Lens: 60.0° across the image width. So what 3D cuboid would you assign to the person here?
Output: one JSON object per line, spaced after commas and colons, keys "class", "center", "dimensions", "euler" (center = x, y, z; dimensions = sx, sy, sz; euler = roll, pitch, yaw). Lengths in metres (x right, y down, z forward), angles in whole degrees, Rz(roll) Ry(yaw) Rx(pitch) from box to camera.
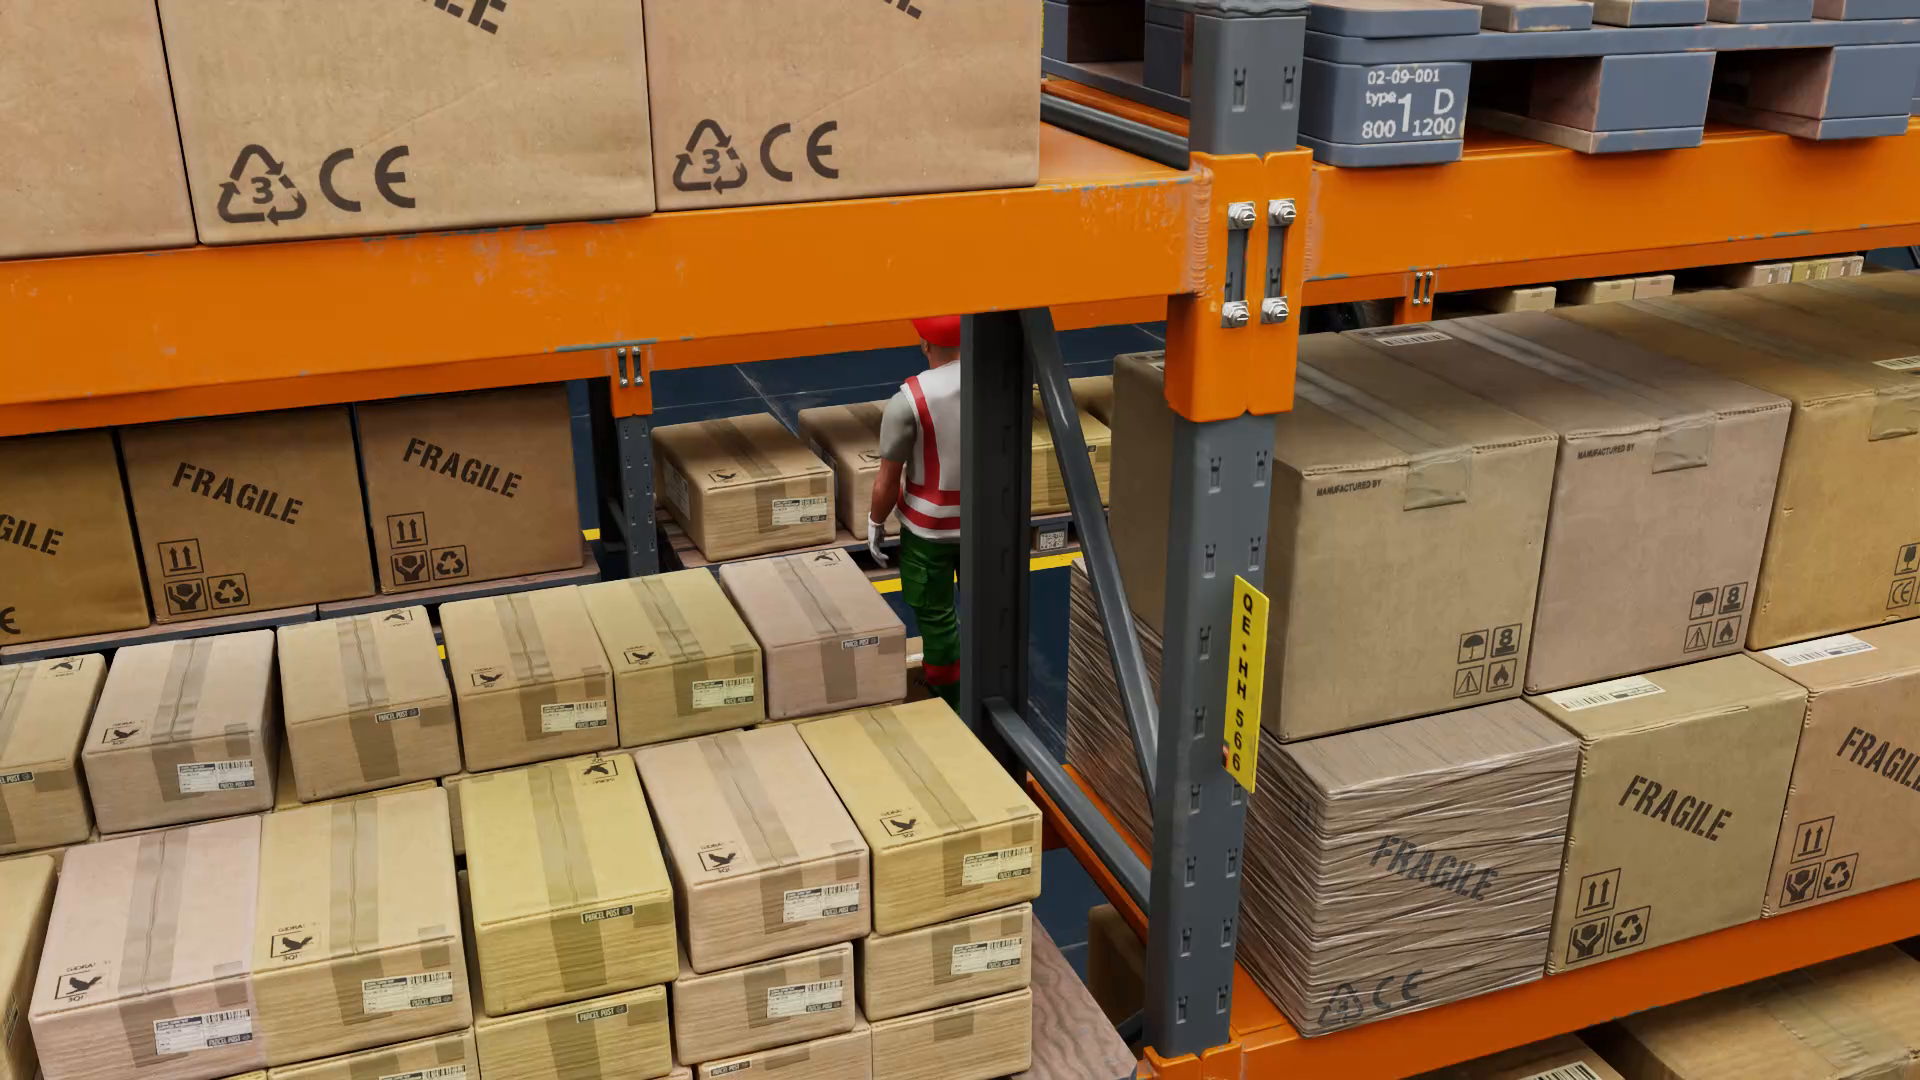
{"class": "person", "center": [-0.057, -0.097, 6.271], "dimensions": [0.637, 1.790, 0.562], "euler": [-8, 24, -19]}
